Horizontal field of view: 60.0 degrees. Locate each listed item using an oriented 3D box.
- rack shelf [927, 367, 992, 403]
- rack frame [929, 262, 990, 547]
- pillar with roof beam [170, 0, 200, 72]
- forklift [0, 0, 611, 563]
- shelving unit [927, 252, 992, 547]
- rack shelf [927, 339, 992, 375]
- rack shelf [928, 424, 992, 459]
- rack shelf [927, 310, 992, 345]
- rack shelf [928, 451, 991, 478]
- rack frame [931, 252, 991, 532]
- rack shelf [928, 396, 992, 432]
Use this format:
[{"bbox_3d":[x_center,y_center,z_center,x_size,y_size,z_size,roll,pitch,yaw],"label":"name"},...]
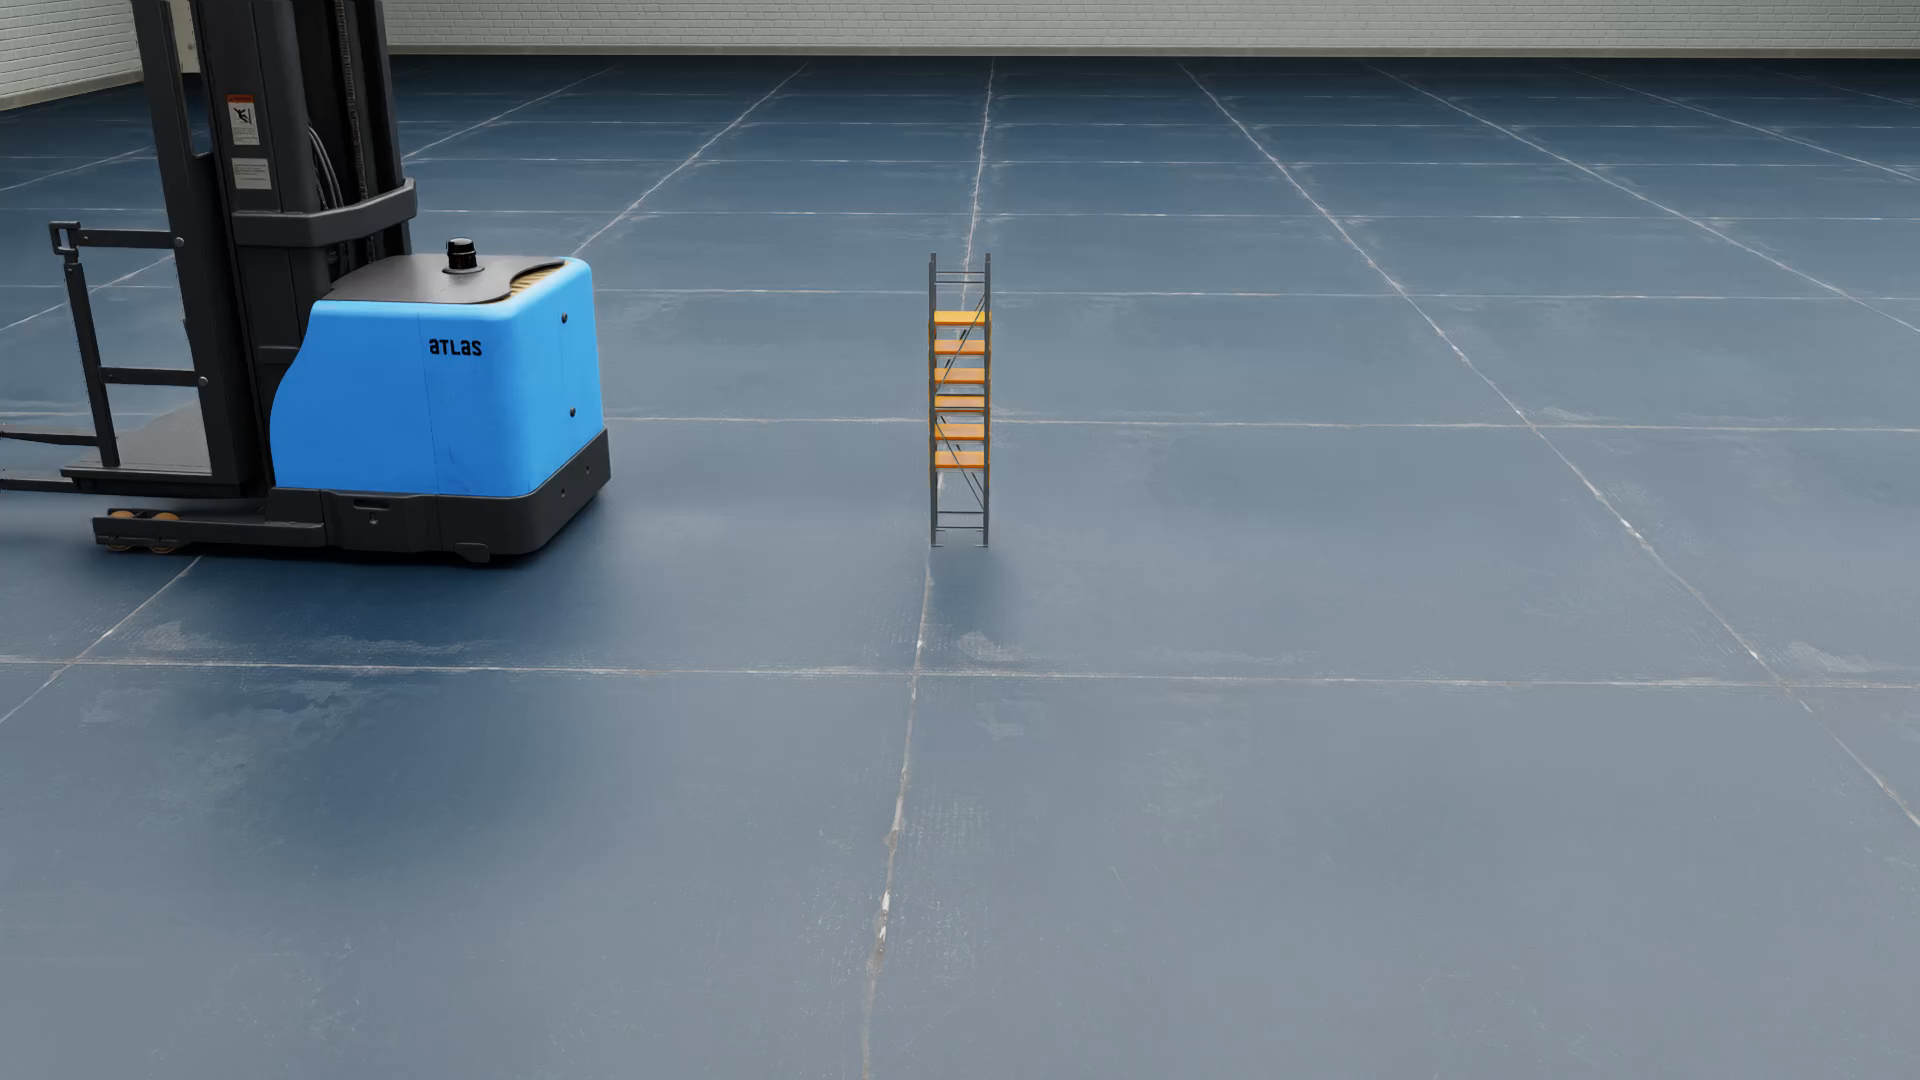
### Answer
[{"bbox_3d":[0.000,-0.635,6.798,0.258,0.103,0.180,1,21,2],"label":"rack shelf"},{"bbox_3d":[-0.002,-0.532,6.740,0.240,1.200,0.006,1,21,2],"label":"rack frame"},{"bbox_3d":[-7.523,-11.407,23.988,9.100,9.000,0.400,1,21,2],"label":"pillar with roof beam"},{"bbox_3d":[-3.144,-1.496,6.832,3.031,2.935,1.130,3,21,7],"label":"forklift"},{"bbox_3d":[0.000,-0.565,6.825,0.258,1.200,0.189,1,21,2],"label":"shelving unit"},{"bbox_3d":[0.000,-0.747,6.755,0.258,0.103,0.180,1,21,2],"label":"rack shelf"},{"bbox_3d":[0.000,-0.411,6.885,0.258,0.103,0.180,1,21,2],"label":"rack shelf"},{"bbox_3d":[0.000,-0.859,6.711,0.258,0.103,0.180,1,21,2],"label":"rack shelf"},{"bbox_3d":[0.000,-0.299,6.928,0.258,0.103,0.180,1,21,2],"label":"rack shelf"},{"bbox_3d":[0.003,-0.598,6.911,0.240,1.200,0.006,1,21,2],"label":"rack frame"},{"bbox_3d":[0.000,-0.523,6.841,0.258,0.103,0.180,1,21,2],"label":"rack shelf"}]
